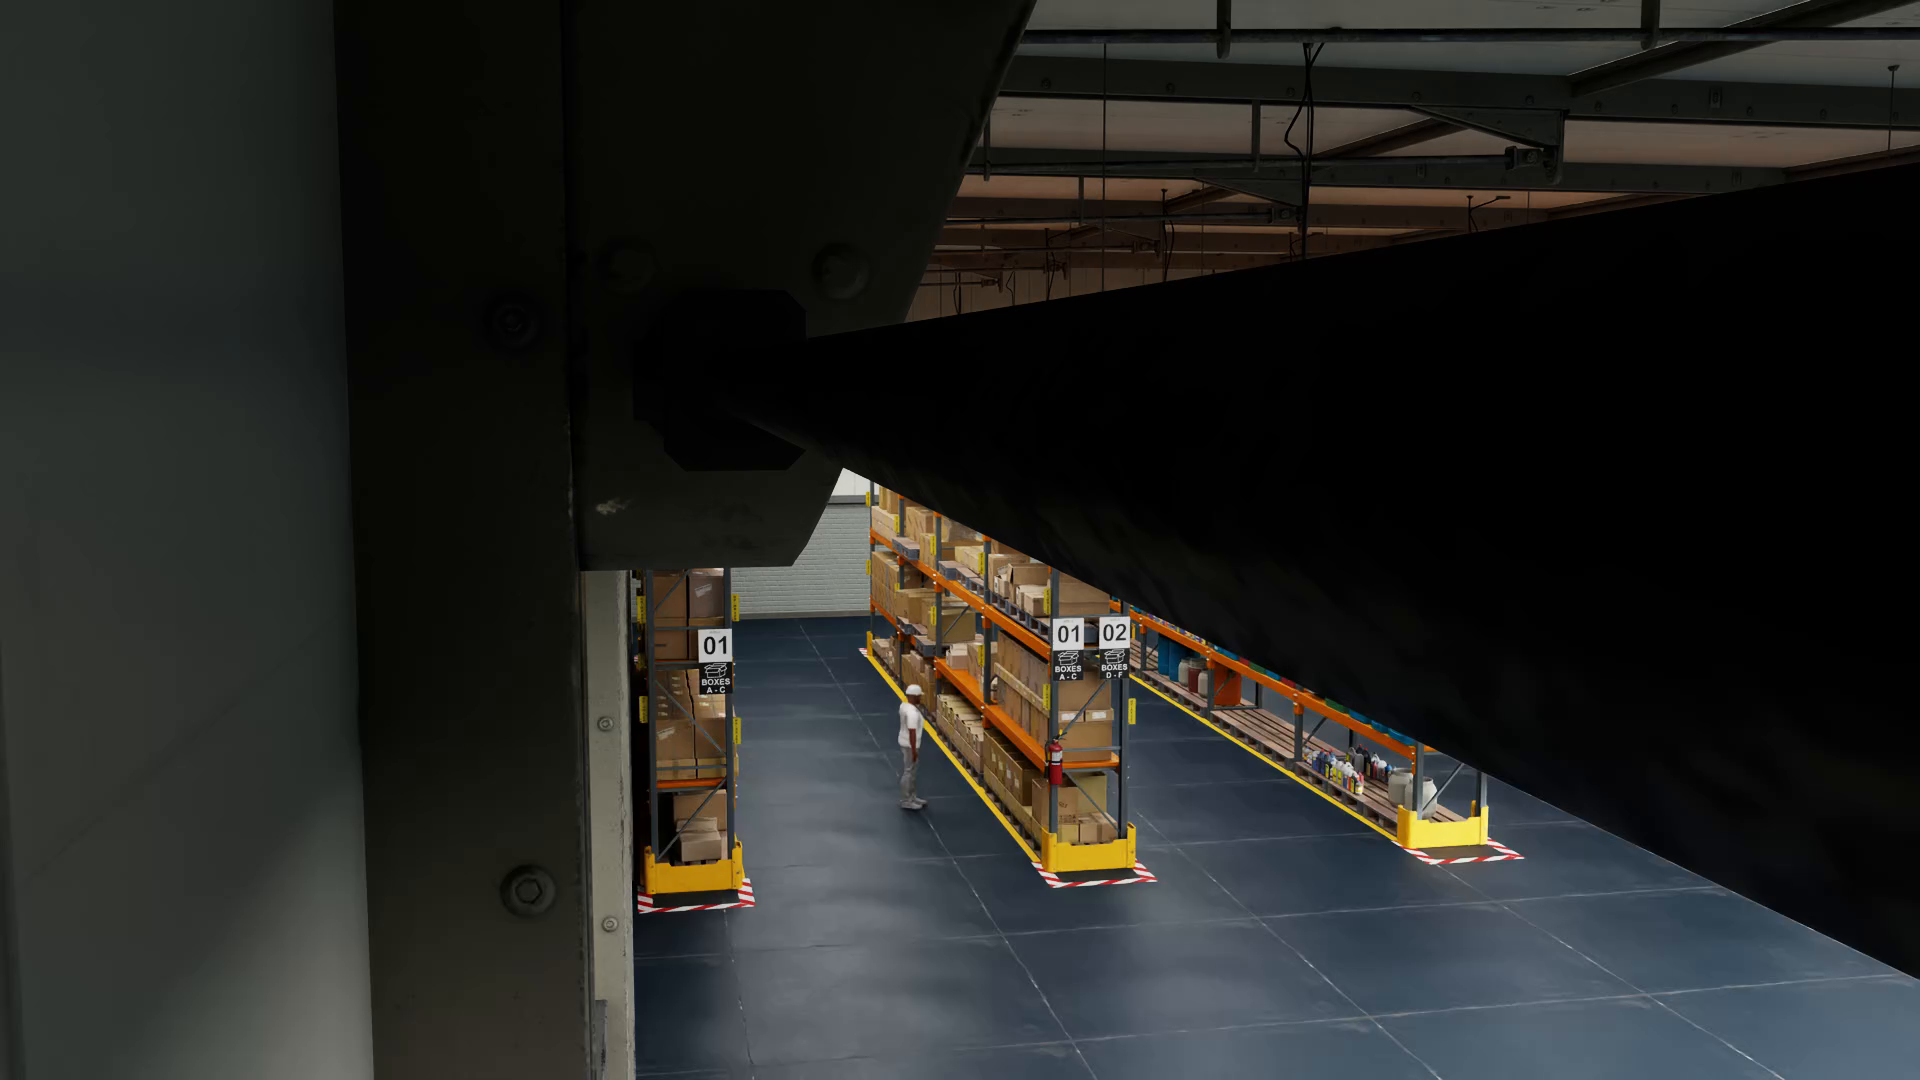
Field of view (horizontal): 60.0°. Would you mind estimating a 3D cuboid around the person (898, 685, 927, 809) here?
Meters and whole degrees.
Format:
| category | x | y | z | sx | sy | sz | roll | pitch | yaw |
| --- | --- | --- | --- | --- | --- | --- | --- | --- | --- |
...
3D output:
| category | x | y | z | sx | sy | sz | roll | pitch | yaw |
| --- | --- | --- | --- | --- | --- | --- | --- | --- | --- |
| person | -0.679 | 2.953 | 23.884 | 0.410 | 1.781 | 0.591 | -1 | 6 | -8 |
